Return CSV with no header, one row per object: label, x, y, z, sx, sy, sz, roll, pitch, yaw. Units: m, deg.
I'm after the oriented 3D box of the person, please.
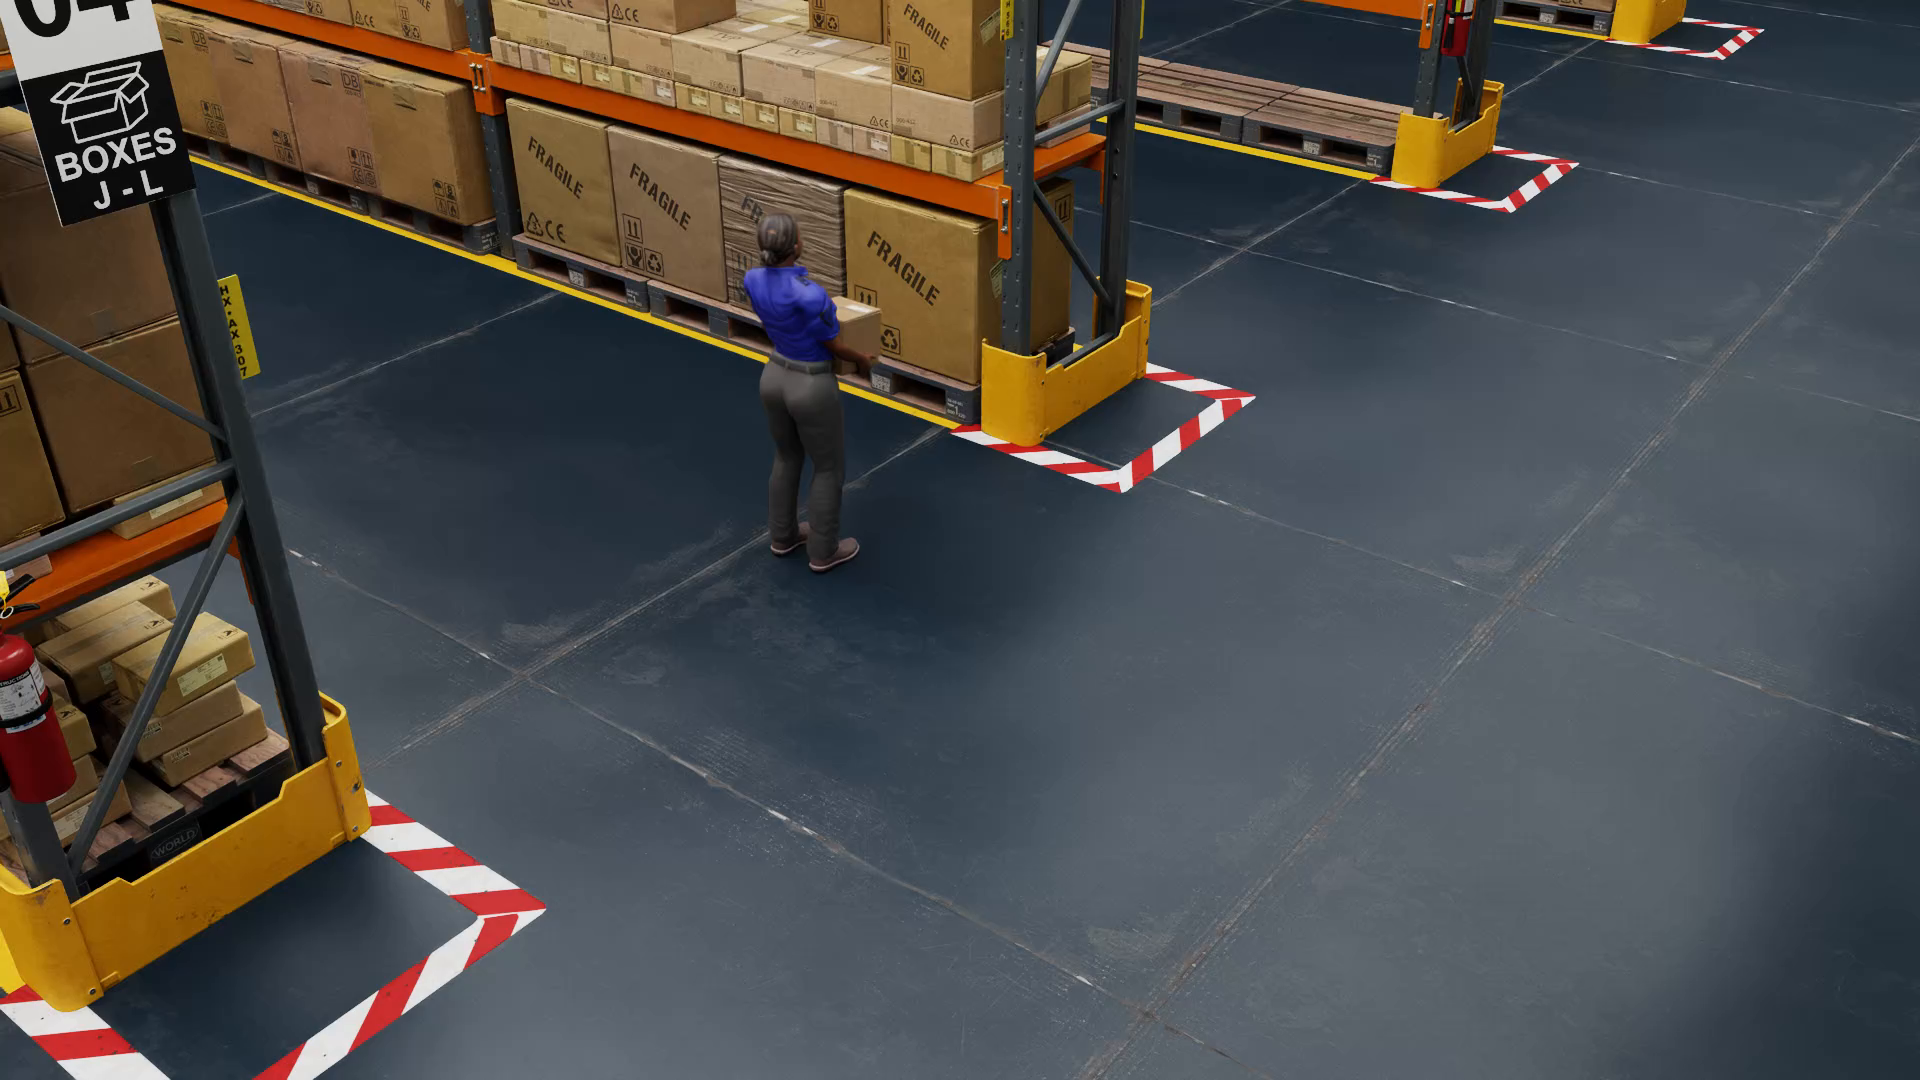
person,-0.638,-0.674,7.266,0.450,1.646,0.523,22,37,32
